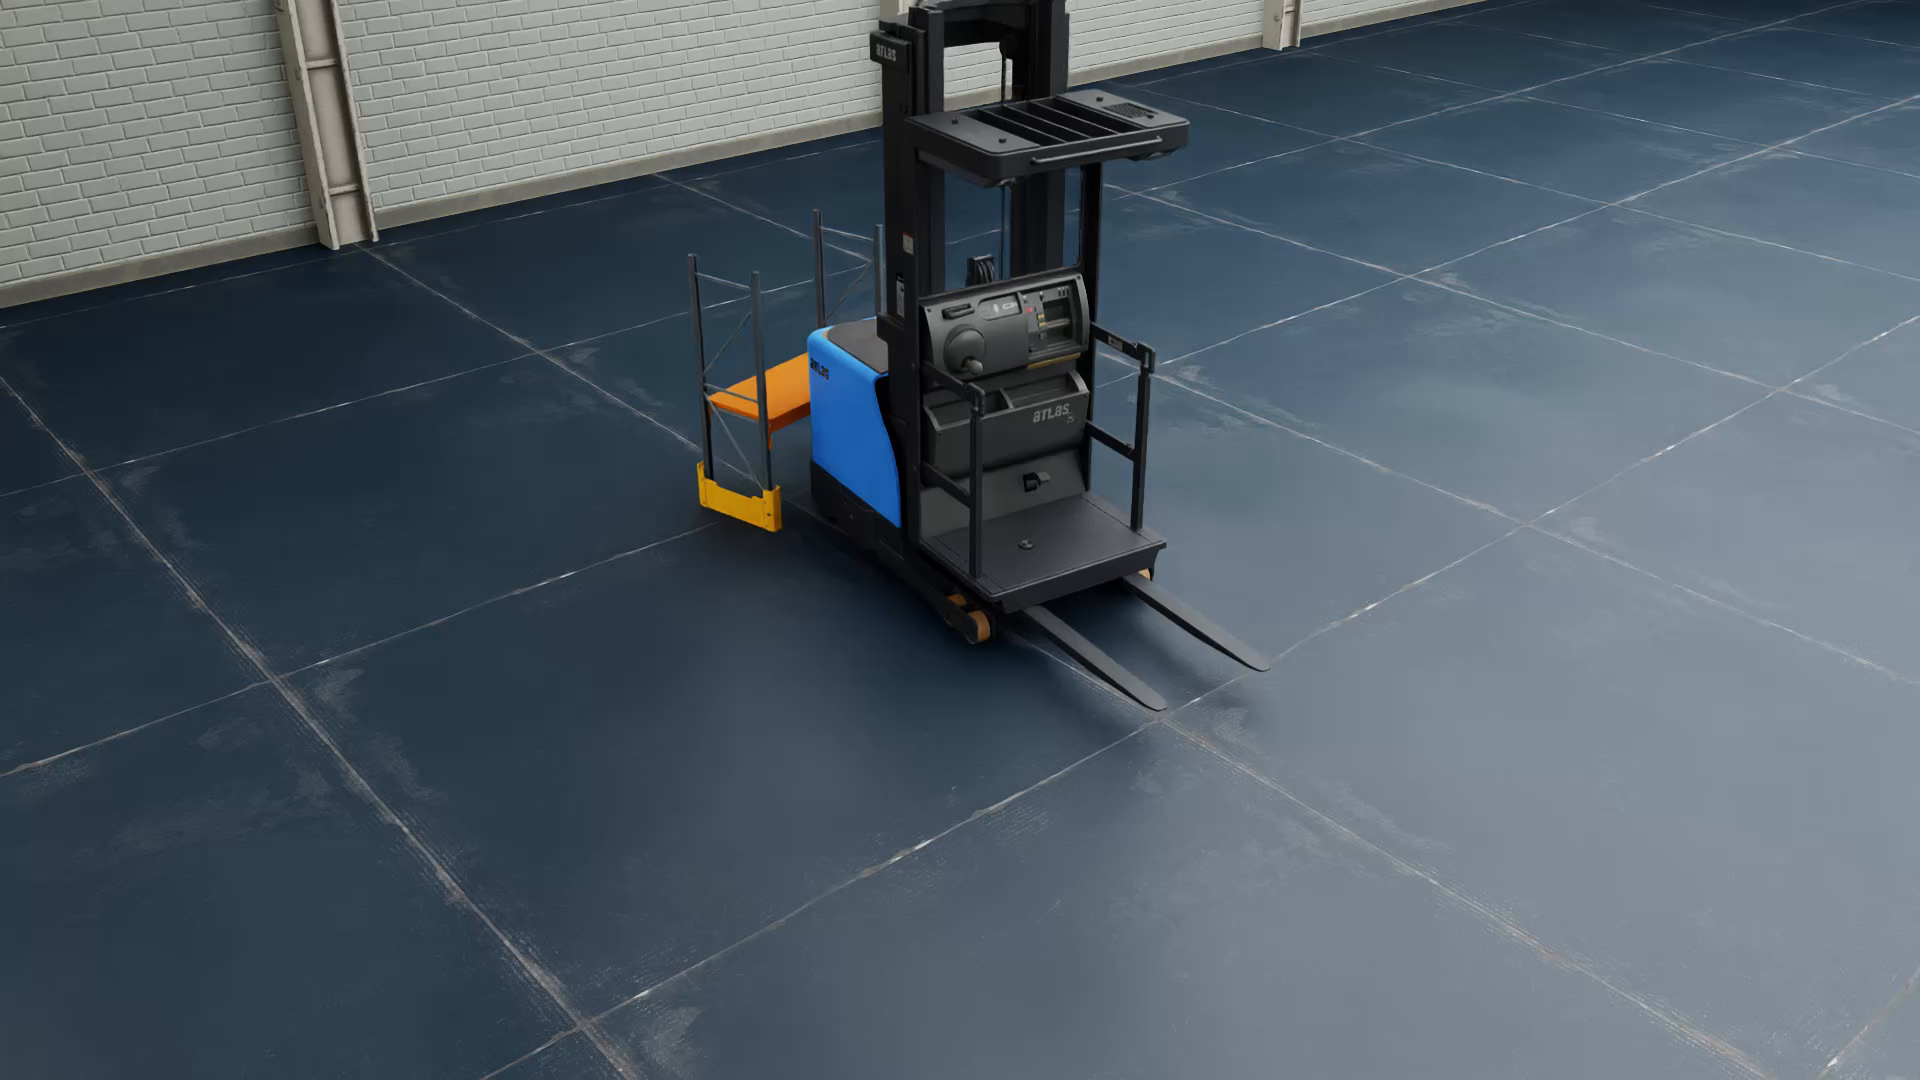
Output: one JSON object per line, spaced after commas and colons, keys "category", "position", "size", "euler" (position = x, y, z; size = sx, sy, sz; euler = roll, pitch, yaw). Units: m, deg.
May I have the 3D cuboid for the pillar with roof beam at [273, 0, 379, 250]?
{"category": "pillar with roof beam", "position": [-2.330, -4.934, 8.935], "size": [0.400, 9.000, 9.100], "euler": [-22, 35, -35]}

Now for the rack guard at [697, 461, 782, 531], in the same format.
{"category": "rack guard", "position": [-1.256, -0.253, 9.459], "size": [0.587, 0.250, 0.087], "euler": [19, 34, 32]}

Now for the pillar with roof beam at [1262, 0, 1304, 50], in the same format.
{"category": "pillar with roof beam", "position": [6.799, -8.605, 15.805], "size": [0.400, 9.000, 9.100], "euler": [-22, 35, -35]}

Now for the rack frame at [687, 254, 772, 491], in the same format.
{"category": "rack frame", "position": [-1.257, -0.804, 9.164], "size": [0.500, 1.500, 0.032], "euler": [19, 34, 32]}

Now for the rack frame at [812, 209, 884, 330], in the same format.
{"category": "rack frame", "position": [-0.648, -1.188, 9.882], "size": [0.500, 1.500, 0.032], "euler": [19, 34, 32]}

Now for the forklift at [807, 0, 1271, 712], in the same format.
{"category": "forklift", "position": [0.353, -1.027, 8.062], "size": [1.130, 2.935, 3.031], "euler": [-16, 32, -28]}

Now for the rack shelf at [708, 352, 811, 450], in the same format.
{"category": "rack shelf", "position": [-0.952, -0.837, 9.607], "size": [0.538, 0.185, 1.000], "euler": [19, 34, 32]}

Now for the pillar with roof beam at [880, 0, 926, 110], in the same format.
{"category": "pillar with roof beam", "position": [2.234, -6.770, 12.370], "size": [0.400, 9.000, 9.100], "euler": [-22, 35, -35]}

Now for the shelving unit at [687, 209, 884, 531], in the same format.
{"category": "shelving unit", "position": [-0.958, -0.993, 9.516], "size": [0.587, 1.500, 1.083], "euler": [19, 34, 32]}
